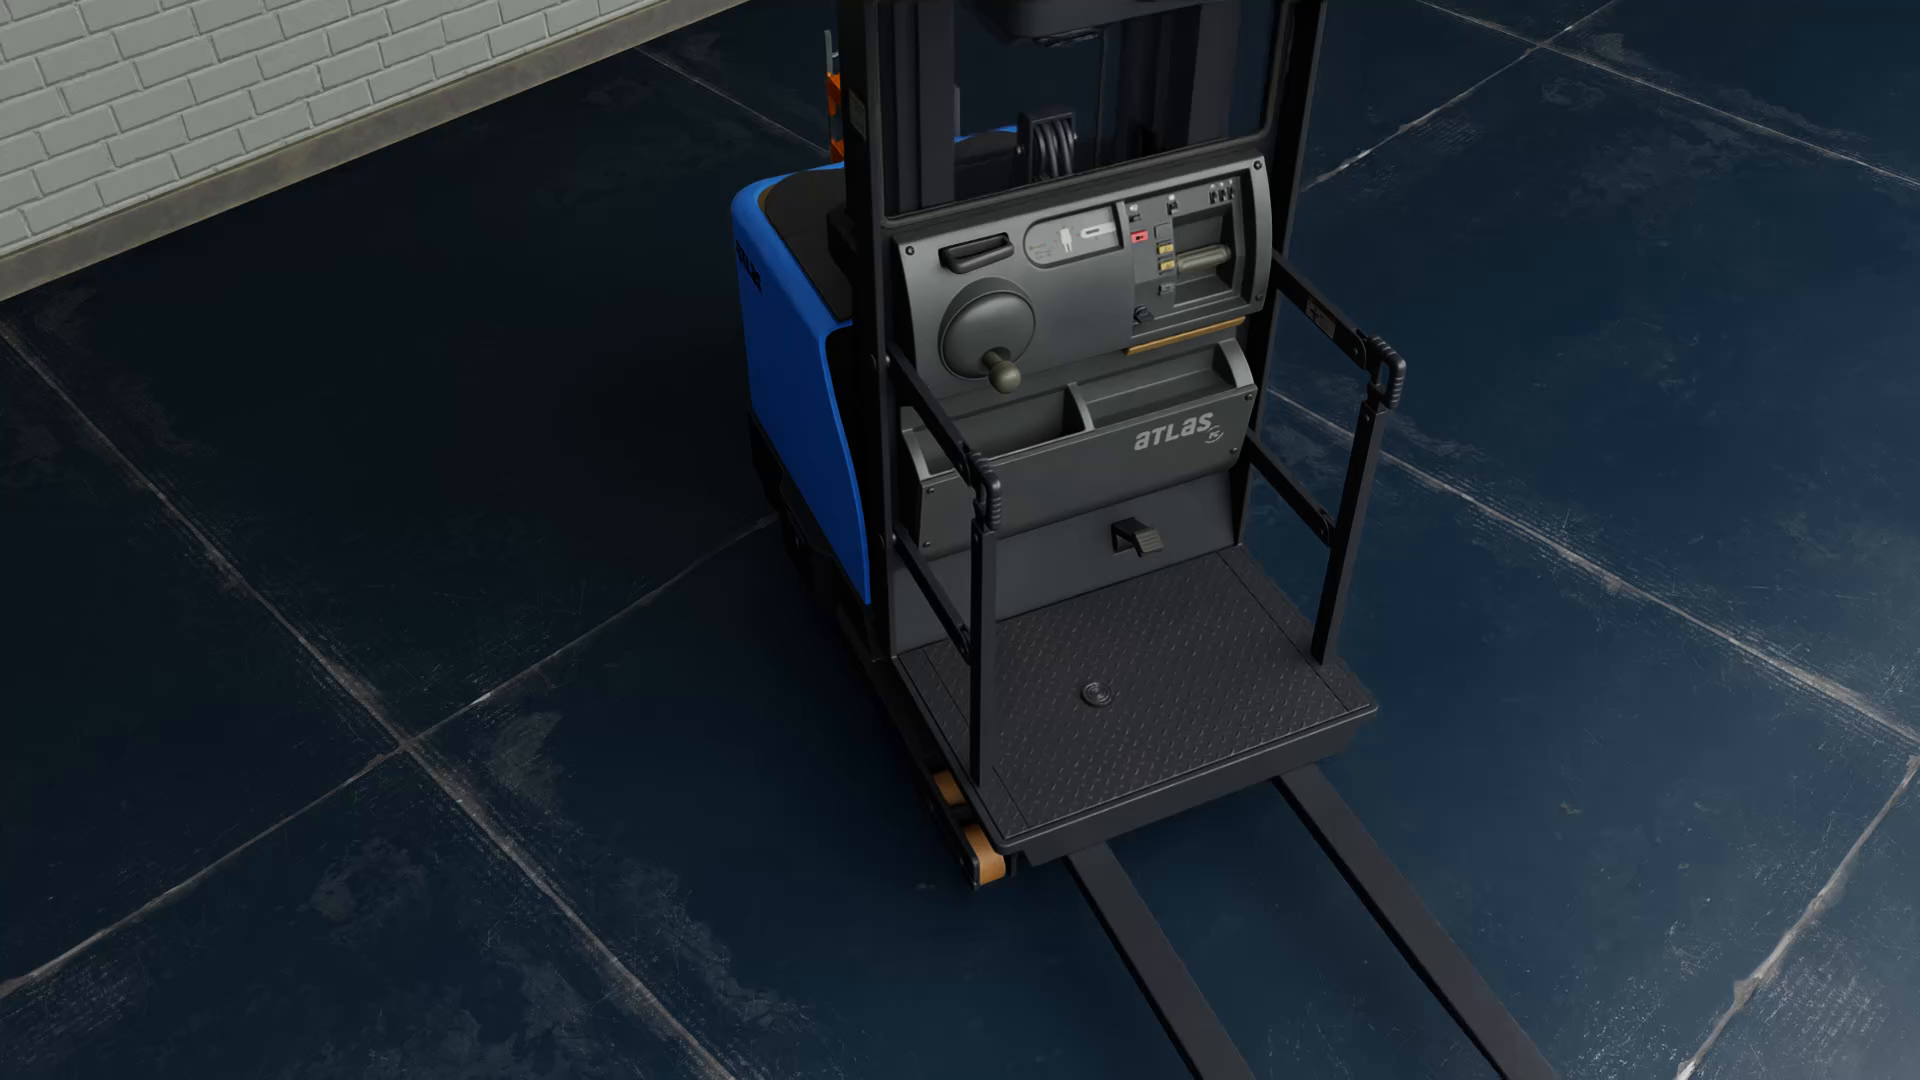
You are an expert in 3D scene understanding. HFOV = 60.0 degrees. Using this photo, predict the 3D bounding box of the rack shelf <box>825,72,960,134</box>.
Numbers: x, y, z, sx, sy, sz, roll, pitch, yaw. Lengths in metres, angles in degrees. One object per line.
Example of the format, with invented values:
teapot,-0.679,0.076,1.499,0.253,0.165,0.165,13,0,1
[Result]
rack shelf,-0.216,-1.320,5.216,0.258,0.148,0.480,-17,45,-18

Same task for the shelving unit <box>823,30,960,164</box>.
shelving unit,-0.216,-1.032,5.483,0.258,1.200,0.503,-17,45,-18

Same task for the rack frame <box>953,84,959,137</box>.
rack frame,-0.115,-0.881,5.319,0.240,1.200,0.015,-17,45,-18

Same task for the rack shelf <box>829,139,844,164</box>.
rack shelf,-0.216,-1.147,5.376,0.258,0.148,0.480,-17,45,-18

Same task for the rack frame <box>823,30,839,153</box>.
rack frame,-0.316,-1.183,5.646,0.240,1.200,0.015,-17,45,-18

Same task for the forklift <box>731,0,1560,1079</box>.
forklift,0.392,-0.529,3.662,1.130,2.935,3.031,-17,45,-18
